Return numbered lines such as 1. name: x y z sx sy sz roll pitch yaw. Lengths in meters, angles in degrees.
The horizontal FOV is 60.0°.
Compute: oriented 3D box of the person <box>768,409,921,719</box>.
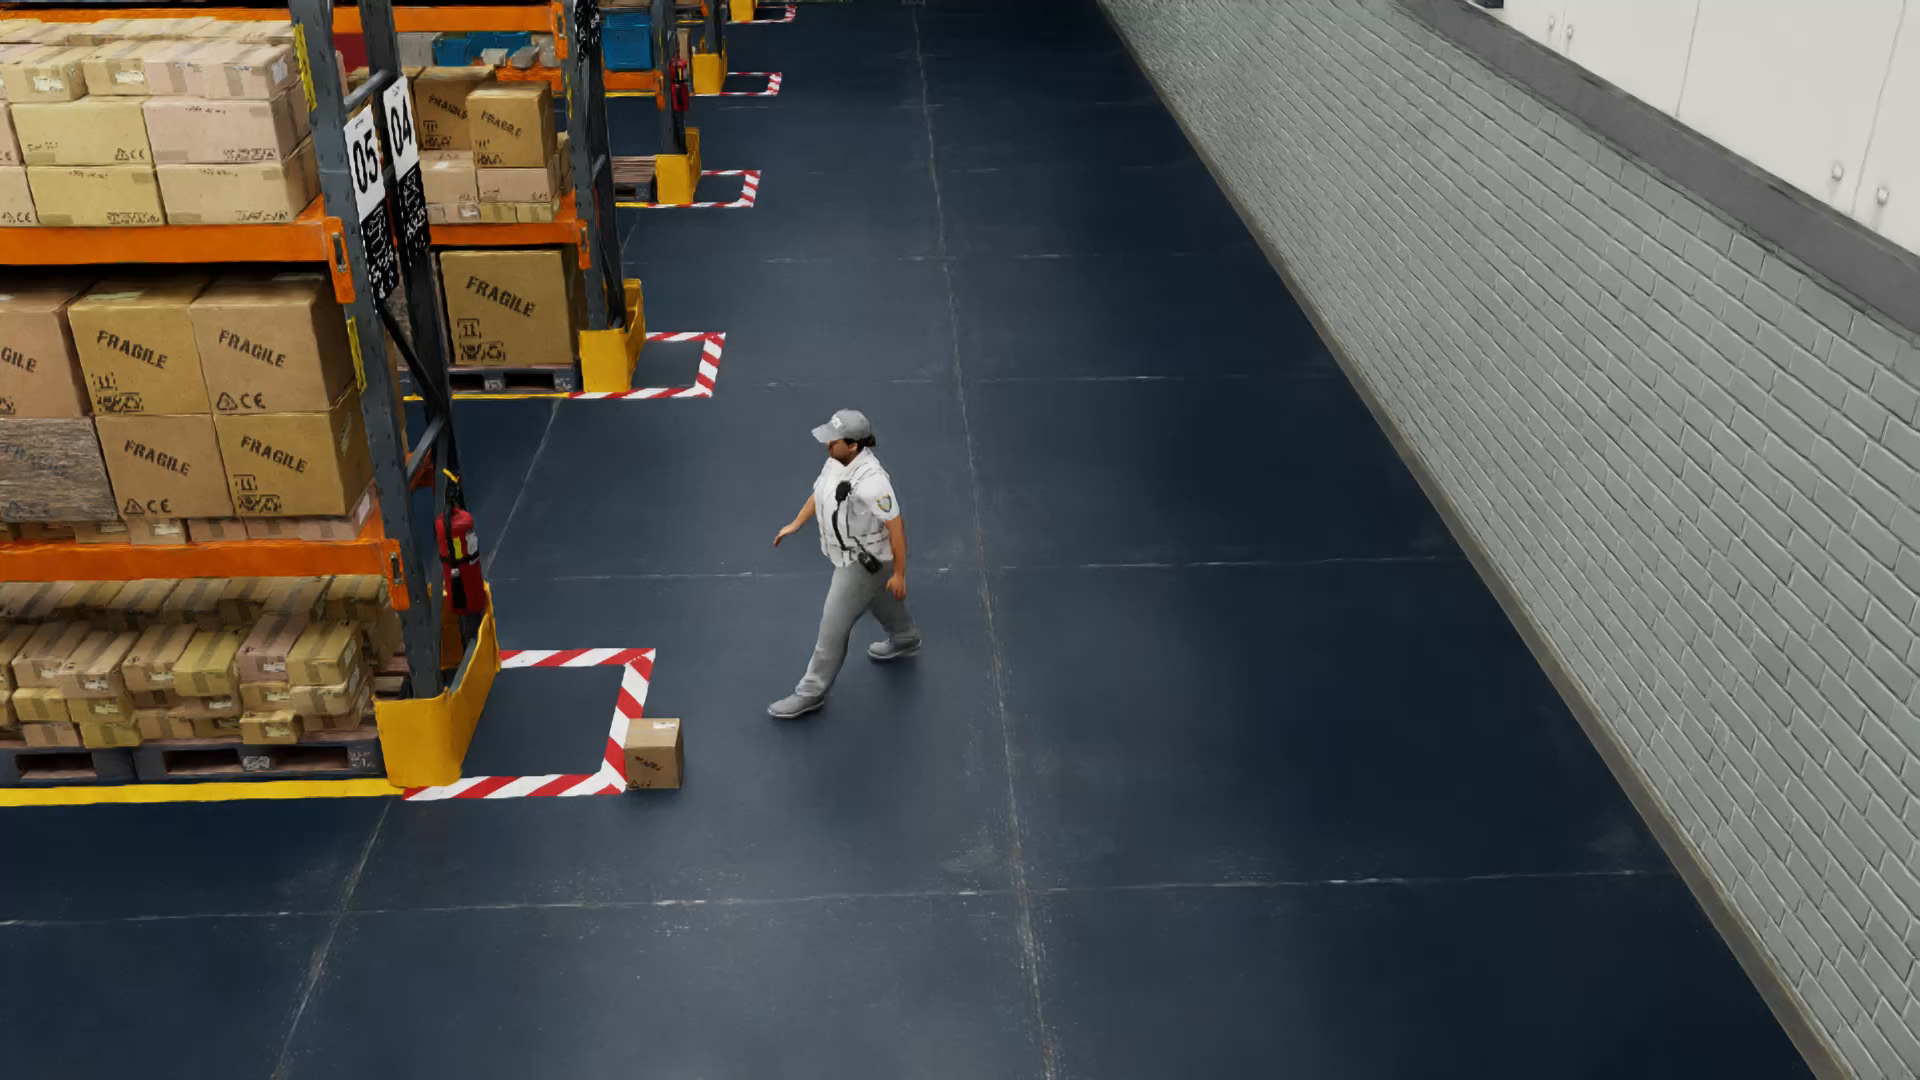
1. person: -0.571 0.079 8.472 0.986 1.607 0.640 -14 31 -24
